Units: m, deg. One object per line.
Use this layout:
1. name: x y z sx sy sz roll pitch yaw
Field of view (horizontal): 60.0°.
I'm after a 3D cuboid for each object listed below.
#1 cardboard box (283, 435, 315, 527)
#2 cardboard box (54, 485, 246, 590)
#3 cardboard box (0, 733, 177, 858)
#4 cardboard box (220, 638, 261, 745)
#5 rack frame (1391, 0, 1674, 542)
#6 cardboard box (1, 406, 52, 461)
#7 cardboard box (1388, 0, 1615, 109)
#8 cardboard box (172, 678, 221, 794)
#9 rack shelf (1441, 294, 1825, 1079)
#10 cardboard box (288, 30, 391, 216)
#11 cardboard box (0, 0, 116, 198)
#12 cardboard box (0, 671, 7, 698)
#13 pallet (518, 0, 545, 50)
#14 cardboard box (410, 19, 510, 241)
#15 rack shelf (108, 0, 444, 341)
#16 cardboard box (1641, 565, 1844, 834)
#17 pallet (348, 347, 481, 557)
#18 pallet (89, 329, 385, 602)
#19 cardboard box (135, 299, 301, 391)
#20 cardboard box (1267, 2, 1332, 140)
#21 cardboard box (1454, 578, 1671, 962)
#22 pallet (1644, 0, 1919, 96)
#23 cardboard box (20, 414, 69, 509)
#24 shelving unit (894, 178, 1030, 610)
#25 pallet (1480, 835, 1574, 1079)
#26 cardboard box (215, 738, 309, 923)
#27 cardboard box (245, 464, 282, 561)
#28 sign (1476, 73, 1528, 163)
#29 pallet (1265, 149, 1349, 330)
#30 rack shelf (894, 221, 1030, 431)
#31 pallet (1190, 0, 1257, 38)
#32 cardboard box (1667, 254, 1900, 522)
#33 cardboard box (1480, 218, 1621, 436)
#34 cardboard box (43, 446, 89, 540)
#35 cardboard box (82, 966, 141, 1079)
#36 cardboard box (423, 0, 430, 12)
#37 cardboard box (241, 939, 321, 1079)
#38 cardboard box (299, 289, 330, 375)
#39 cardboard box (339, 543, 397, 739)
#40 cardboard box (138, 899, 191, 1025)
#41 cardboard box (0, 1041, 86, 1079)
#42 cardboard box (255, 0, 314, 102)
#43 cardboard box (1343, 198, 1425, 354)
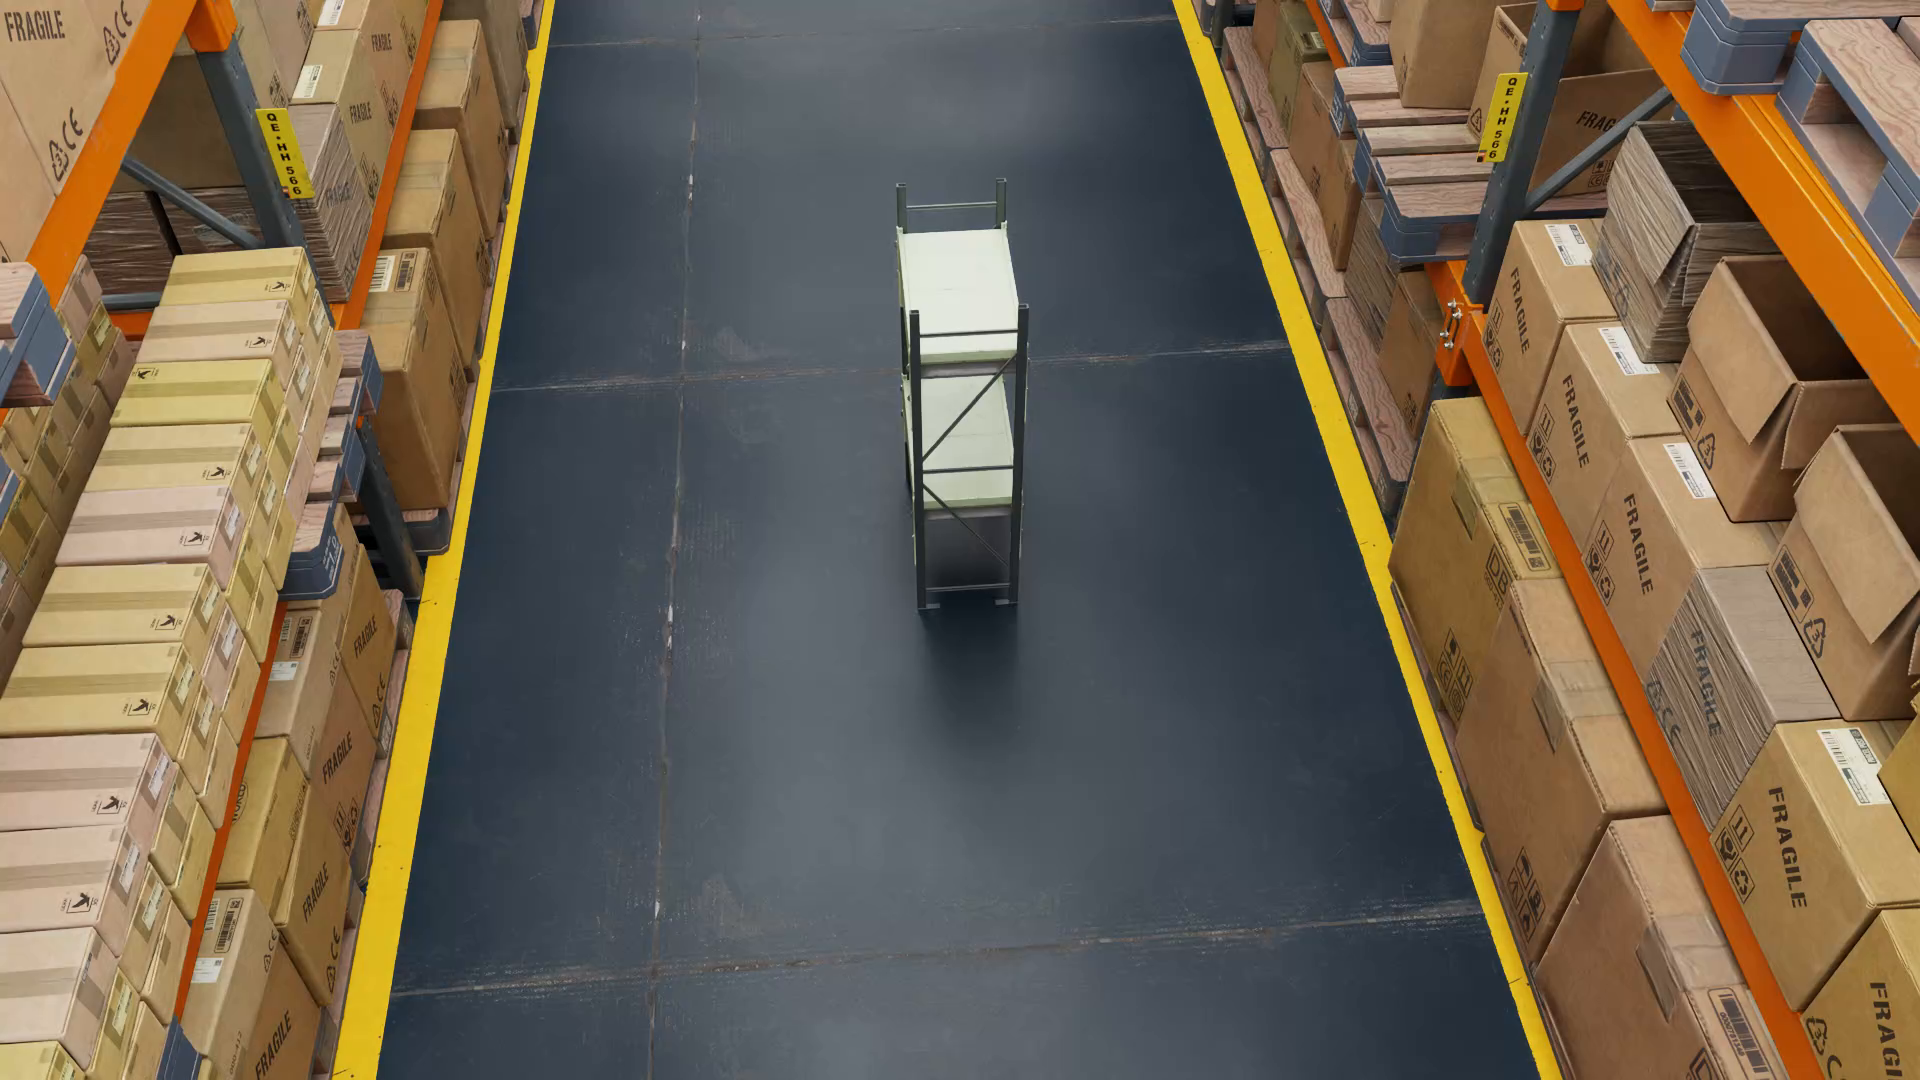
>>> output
1. cardboard box: -2.120 -0.163 4.859 0.380 0.149 0.250 -3 47 -3
2. cardboard box: -2.082 0.003 4.292 0.380 0.149 0.250 -3 47 -3
3. cardboard box: -2.010 0.583 3.743 0.380 0.149 0.250 -2 47 -2
4. cardboard box: -2.059 0.399 4.326 0.380 0.149 0.250 -2 47 -2
5. rack frame: 2.290 -1.029 5.795 1.000 3.000 0.127 -3 47 -3
6. cardboard box: -2.774 -0.345 4.621 0.380 0.149 0.250 -4 47 -4
7. cardboard box: 2.059 -1.993 6.350 0.700 0.500 0.500 3 47 3
8. cardboard box: -2.034 0.489 4.036 0.380 0.149 0.250 -4 47 -4
9. rack shelf: 2.458 0.666 4.685 1.077 0.370 4.000 -3 47 -3
10. cardboard box: -2.475 -1.544 6.214 0.500 0.500 0.500 -4 47 -4
11. cardboard box: -2.305 -1.107 3.735 0.500 0.500 0.500 -3 47 -3
12. cardboard box: -2.711 0.437 4.291 0.380 0.149 0.250 -3 47 -3
13. pallet: -2.981 -3.290 9.857 1.003 0.211 1.213 -3 47 -3
14. cardboard box: -2.777 -1.923 7.902 1.050 0.750 0.750 -3 47 -3
15. rack shelf: -2.828 -2.000 7.210 1.077 0.370 4.000 -3 47 -3
16. cardboard box: 2.192 0.410 4.363 0.500 0.500 0.500 -3 47 -3
17. pallet: -2.652 -0.416 7.135 1.003 0.211 1.213 -3 47 -3
18. pallet: -2.495 -0.225 5.166 1.213 0.211 1.003 -3 47 -3
19. cardboard box: -2.144 -0.554 4.820 0.380 0.149 0.250 -4 47 -4
20. cardboard box: 2.007 -2.423 8.534 0.700 0.500 0.500 -4 47 -4
21. cardboard box: 2.394 0.704 5.328 1.225 0.875 0.875 -3 47 -3
22. pallet: 2.397 -1.532 4.336 1.213 0.211 1.003 -2 47 -1
23. cardboard box: -2.770 -0.210 4.698 0.380 0.149 0.250 -5 47 -5
24. shelving unit: -0.001 -0.521 6.347 0.431 1.500 0.755 -3 47 -3
25. pallet: 2.380 1.386 5.429 1.003 0.211 1.213 -3 47 -3
26. cardboard box: -2.262 0.869 4.913 0.500 0.250 0.500 -2 47 -2
27. cardboard box: -2.097 -0.067 4.562 0.380 0.149 0.250 -3 47 -3
28. sign: 1.750 -1.360 5.365 0.100 0.325 0.005 -3 47 -3
29. pallet: 2.127 -1.516 8.177 1.003 0.211 1.213 -3 47 -3
30. rack shelf: -0.001 -0.789 6.063 0.431 0.370 0.720 -3 47 -3
31. pallet: 1.864 -3.448 10.006 1.003 0.211 1.213 -3 47 -3
32. cardboard box: 2.387 -0.406 4.446 0.797 0.503 0.637 -3 47 -2
33. cardboard box: 2.060 -0.695 5.410 0.500 0.500 0.500 -2 47 -2
34. cardboard box: -2.779 -0.133 4.830 0.380 0.149 0.250 -1 47 -1
35. cardboard box: -1.969 1.058 3.497 0.380 0.149 0.250 -5 47 -5
36. cardboard box: -2.601 -2.636 7.248 0.500 0.500 0.500 -3 47 -3
37. cardboard box: -2.227 1.497 4.835 0.500 0.500 0.500 -3 47 -3
38. cardboard box: -2.166 -0.631 5.097 0.380 0.149 0.250 -3 47 -2
39. cardboard box: -2.345 0.375 5.898 0.500 0.500 0.500 -4 47 -3
40. cardboard box: -1.988 0.976 3.780 0.380 0.149 0.250 -5 47 -5
41. cardboard box: -1.949 1.131 3.223 0.380 0.149 0.250 -3 47 -3
42. cardboard box: -2.732 -1.870 5.834 0.700 0.500 0.500 -4 47 -4
43. cardboard box: 2.155 -1.204 7.380 0.700 0.500 0.500 -7 47 -7
